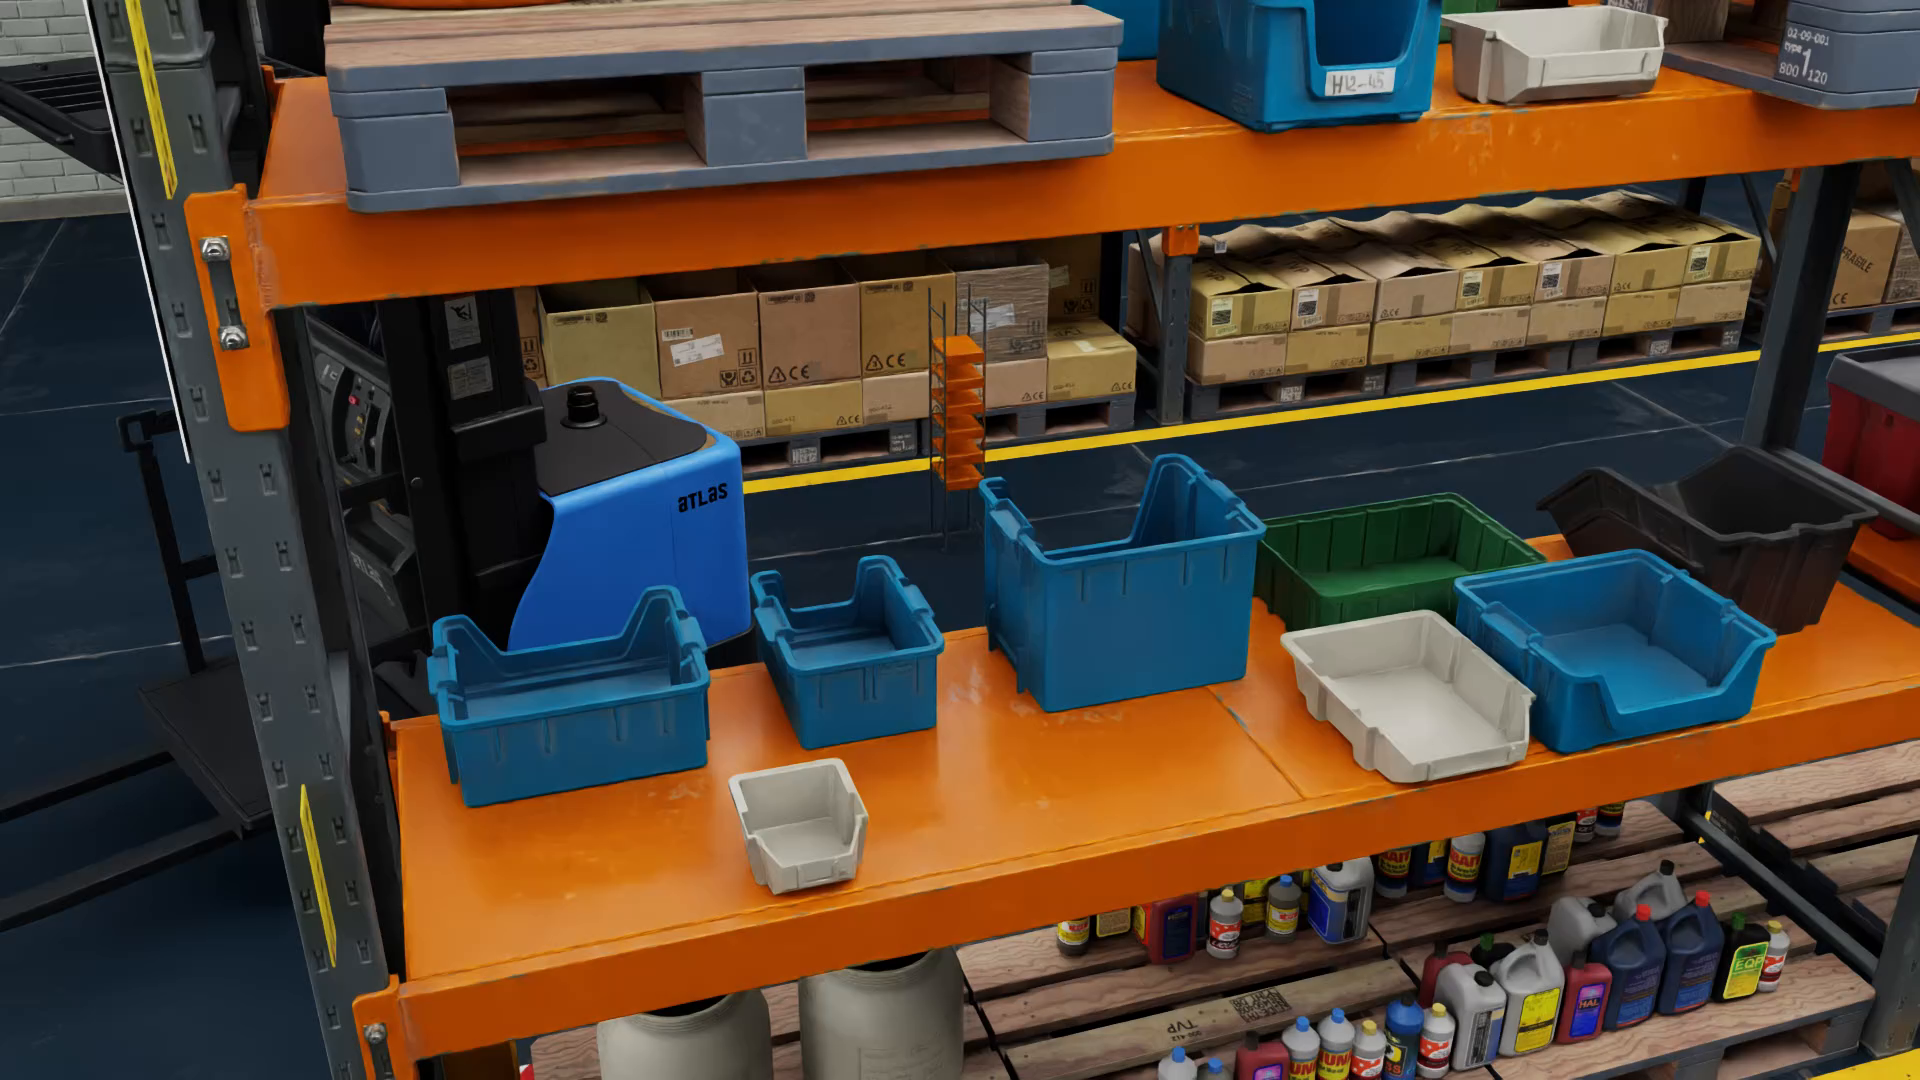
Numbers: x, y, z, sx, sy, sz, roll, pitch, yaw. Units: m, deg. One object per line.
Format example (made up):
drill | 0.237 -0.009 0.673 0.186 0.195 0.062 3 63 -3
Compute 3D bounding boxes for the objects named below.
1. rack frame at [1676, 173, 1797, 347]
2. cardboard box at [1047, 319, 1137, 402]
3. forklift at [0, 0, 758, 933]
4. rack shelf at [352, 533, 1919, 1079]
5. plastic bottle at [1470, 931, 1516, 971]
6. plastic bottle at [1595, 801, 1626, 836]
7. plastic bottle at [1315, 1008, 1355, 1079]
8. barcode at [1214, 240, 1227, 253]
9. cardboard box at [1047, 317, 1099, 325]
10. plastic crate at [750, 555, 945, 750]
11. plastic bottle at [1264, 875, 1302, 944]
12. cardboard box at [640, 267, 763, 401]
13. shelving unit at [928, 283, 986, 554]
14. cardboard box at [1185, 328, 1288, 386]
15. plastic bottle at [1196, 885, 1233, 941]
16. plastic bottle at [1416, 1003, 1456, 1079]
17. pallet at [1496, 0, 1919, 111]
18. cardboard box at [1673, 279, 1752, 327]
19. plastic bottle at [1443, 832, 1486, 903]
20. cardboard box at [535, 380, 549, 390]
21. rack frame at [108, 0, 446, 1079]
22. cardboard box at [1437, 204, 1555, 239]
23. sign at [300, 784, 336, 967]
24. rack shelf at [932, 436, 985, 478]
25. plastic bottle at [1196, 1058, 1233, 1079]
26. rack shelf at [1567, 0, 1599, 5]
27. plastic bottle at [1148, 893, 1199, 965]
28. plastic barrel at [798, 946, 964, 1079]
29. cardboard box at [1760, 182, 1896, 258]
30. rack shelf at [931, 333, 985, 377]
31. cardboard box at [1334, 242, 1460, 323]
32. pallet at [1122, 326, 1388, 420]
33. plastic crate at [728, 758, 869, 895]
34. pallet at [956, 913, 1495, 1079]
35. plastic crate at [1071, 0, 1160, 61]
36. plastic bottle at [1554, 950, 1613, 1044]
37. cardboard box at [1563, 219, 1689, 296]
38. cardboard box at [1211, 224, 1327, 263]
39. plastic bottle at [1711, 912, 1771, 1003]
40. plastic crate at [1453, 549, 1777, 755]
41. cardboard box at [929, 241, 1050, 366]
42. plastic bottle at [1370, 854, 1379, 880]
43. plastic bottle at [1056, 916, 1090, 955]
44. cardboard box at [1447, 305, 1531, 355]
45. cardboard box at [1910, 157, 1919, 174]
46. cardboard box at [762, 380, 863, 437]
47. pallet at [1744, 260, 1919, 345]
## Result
rack frame | 4.797 -2.721 9.857 0.127 3.000 1.000 -8 28 -16
cardboard box | 0.620 -0.970 8.951 0.500 0.250 0.500 -8 28 -16
forklift | -2.224 -0.434 5.328 3.031 2.935 1.130 -22 34 -37
rack shelf | 0.622 0.522 4.133 4.000 0.370 1.077 -8 28 -16
plastic bottle | 1.455 1.186 4.548 0.133 0.283 0.061 -8 28 -16
plastic bottle | 2.085 0.808 5.322 0.097 0.271 0.097 0 26 0
plastic bottle | 0.962 1.322 4.288 0.097 0.271 0.097 0 26 0
barcode | 1.365 -1.537 8.708 0.075 0.075 0.001 -8 28 -16
cardboard box | 0.459 -1.191 9.395 0.500 0.250 0.500 -8 28 -16
plastic crate | -0.277 0.260 4.021 0.408 0.251 0.499 -8 28 -16
plastic bottle | 0.946 1.072 4.869 0.097 0.201 0.097 0 26 0
cardboard box | -1.285 -1.035 8.239 0.500 0.500 0.500 -8 28 -16
shelving unit | -0.014 -0.535 7.479 0.189 1.200 0.258 -8 28 -16
cardboard box | 1.454 -1.077 9.167 0.500 0.250 0.500 -9 28 -17
plastic bottle | 0.711 1.018 4.894 0.135 0.276 0.152 -9 28 -18
plastic bottle | 1.252 1.311 4.388 0.097 0.201 0.097 0 26 0
pallet | 1.868 -1.193 3.620 1.003 0.211 1.213 -8 28 -16
cardboard box | 4.372 -1.502 10.022 0.500 0.250 0.500 -8 27 -15
plastic bottle | 1.527 0.957 5.023 0.097 0.271 0.097 0 26 0
cardboard box | -2.231 -0.555 8.116 0.500 0.250 0.500 -8 28 -16
rack frame | -1.280 0.476 3.419 0.127 3.000 1.000 -8 28 -16
cardboard box | 3.225 -1.835 10.063 0.500 0.311 0.500 -9 28 -17
sign | -1.113 0.585 2.887 0.005 0.325 0.100 -8 28 -16
rack shelf | -0.014 -0.388 7.552 0.180 0.103 0.258 -8 28 -16
plastic bottle | 0.639 1.400 4.209 0.097 0.201 0.097 0 26 0
rack shelf | 5.161 -4.768 14.790 4.000 0.370 1.077 -8 28 -16
plastic bottle | 0.613 1.079 4.764 0.133 0.283 0.061 -8 28 -16
plastic barrel | -0.201 1.210 4.265 0.421 0.512 0.421 0 26 0
cardboard box | 5.613 -2.026 10.775 0.500 0.500 0.500 -7 27 -14
rack shelf | -0.014 -0.818 7.339 0.180 0.103 0.258 -8 28 -16
cardboard box | 2.433 -1.468 9.322 0.500 0.311 0.500 -9 28 -18
pallet | 1.682 -1.039 9.605 1.213 0.211 1.003 -8 28 -16
plastic crate | -0.329 0.607 3.451 0.250 0.136 0.298 -8 28 -16
pallet | 0.710 1.418 4.656 1.213 0.211 1.003 -8 28 -16
plastic crate | 0.440 -1.251 3.540 0.575 0.384 0.392 -8 28 -16
plastic bottle | 1.676 1.221 4.476 0.133 0.283 0.061 -6 27 -13
cardboard box | 3.883 -1.678 9.746 0.500 0.311 0.500 -9 28 -17
cardboard box | 1.782 -1.629 9.647 0.500 0.311 0.500 -7 27 -15
plastic bottle | 2.169 1.150 4.620 0.133 0.283 0.061 -7 27 -14
plastic crate | 1.556 0.259 4.023 0.616 0.251 0.499 -8 28 -16
cardboard box | 0.141 -1.242 8.655 0.500 0.500 0.500 -8 28 -16
plastic bottle | 1.278 0.911 5.101 0.133 0.283 0.061 -7 27 -14
plastic bottle | 0.331 1.094 4.826 0.097 0.201 0.097 0 26 0
cardboard box | 2.916 -1.289 9.594 0.500 0.250 0.500 -8 27 -15
cardboard box | 6.637 -2.514 10.914 0.500 0.250 0.500 -9 28 -17
cardboard box | -0.804 -0.761 8.530 0.500 0.250 0.500 -8 28 -16
pallet | 5.518 -1.559 10.652 1.213 0.211 1.003 -8 28 -16
